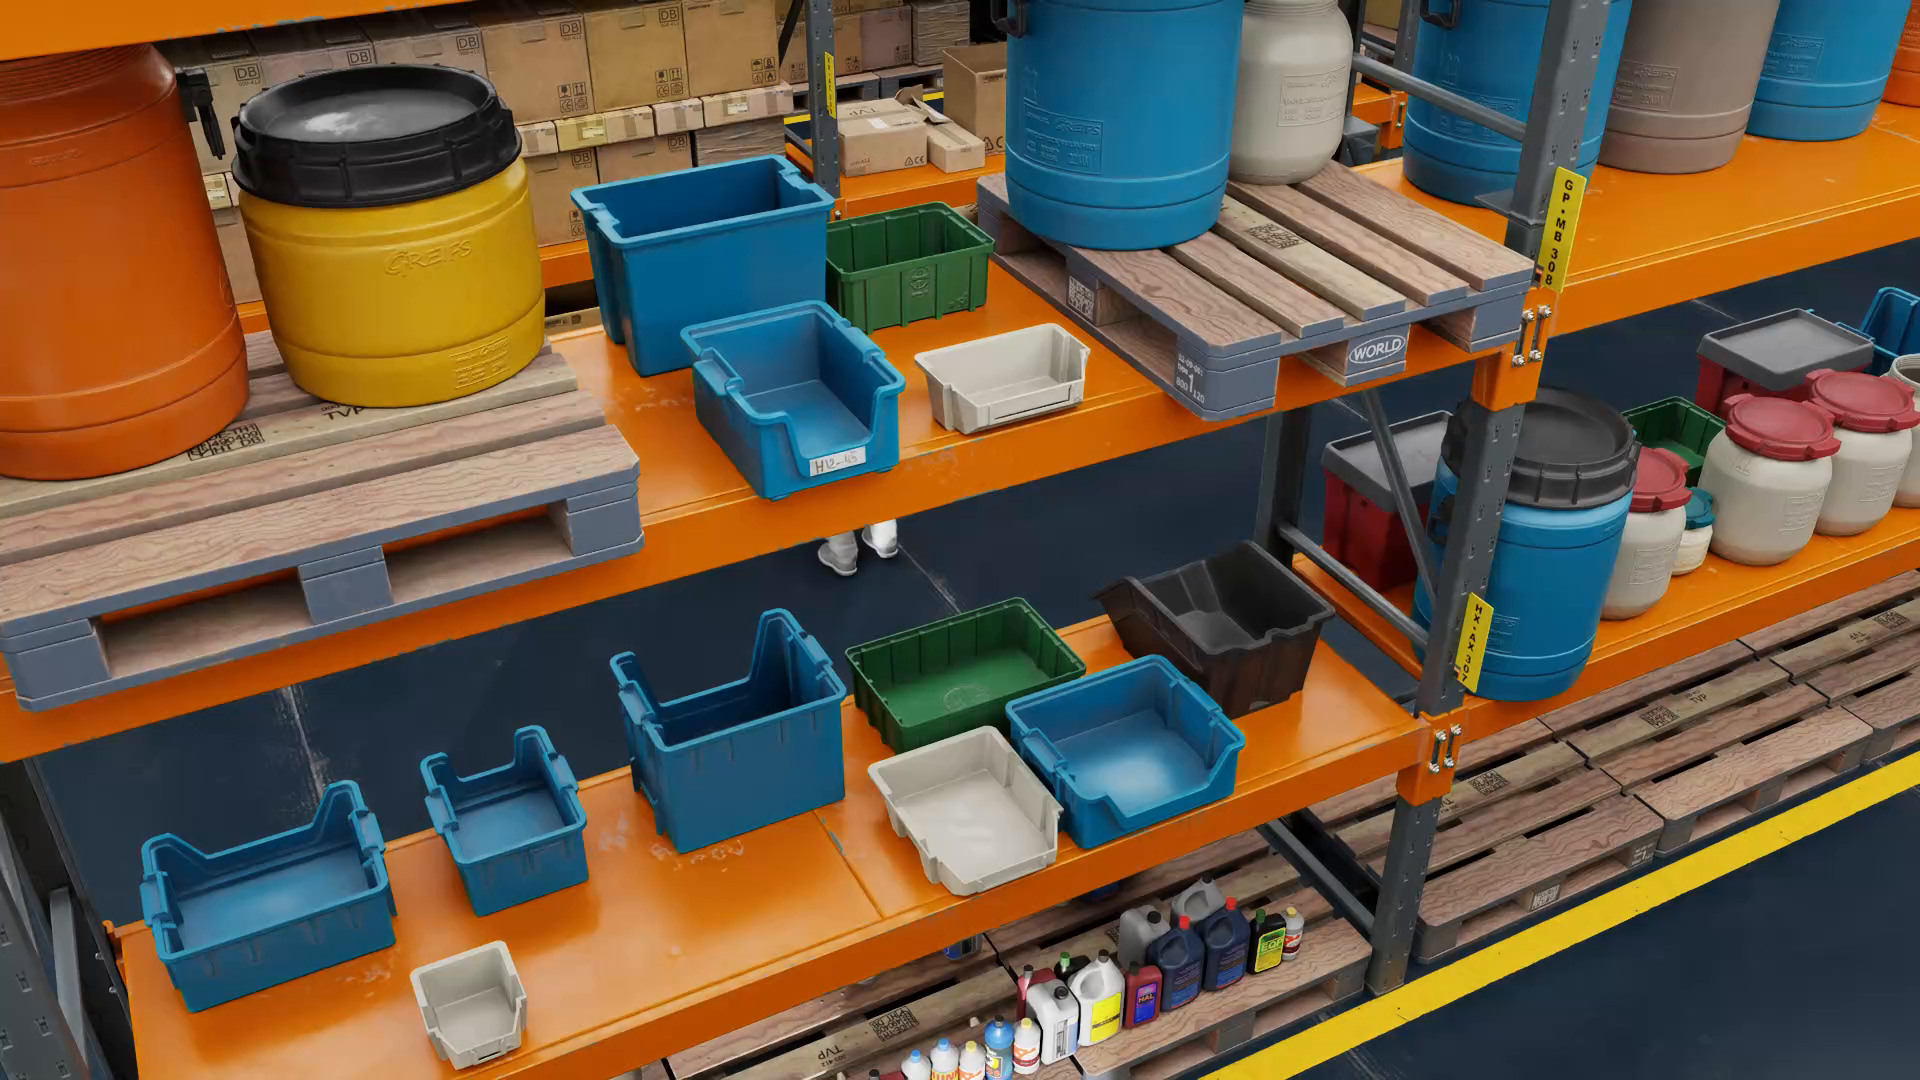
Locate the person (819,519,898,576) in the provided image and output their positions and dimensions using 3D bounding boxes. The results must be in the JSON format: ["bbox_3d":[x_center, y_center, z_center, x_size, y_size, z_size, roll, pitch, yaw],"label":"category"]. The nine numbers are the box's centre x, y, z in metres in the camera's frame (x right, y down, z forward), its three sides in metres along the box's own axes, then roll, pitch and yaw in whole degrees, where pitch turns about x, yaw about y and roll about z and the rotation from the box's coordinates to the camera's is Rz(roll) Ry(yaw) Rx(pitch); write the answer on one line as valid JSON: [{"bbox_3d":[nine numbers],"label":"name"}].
[{"bbox_3d":[-0.562,-0.610,8.194,0.439,1.536,0.708,-17,37,-24],"label":"person"}]
